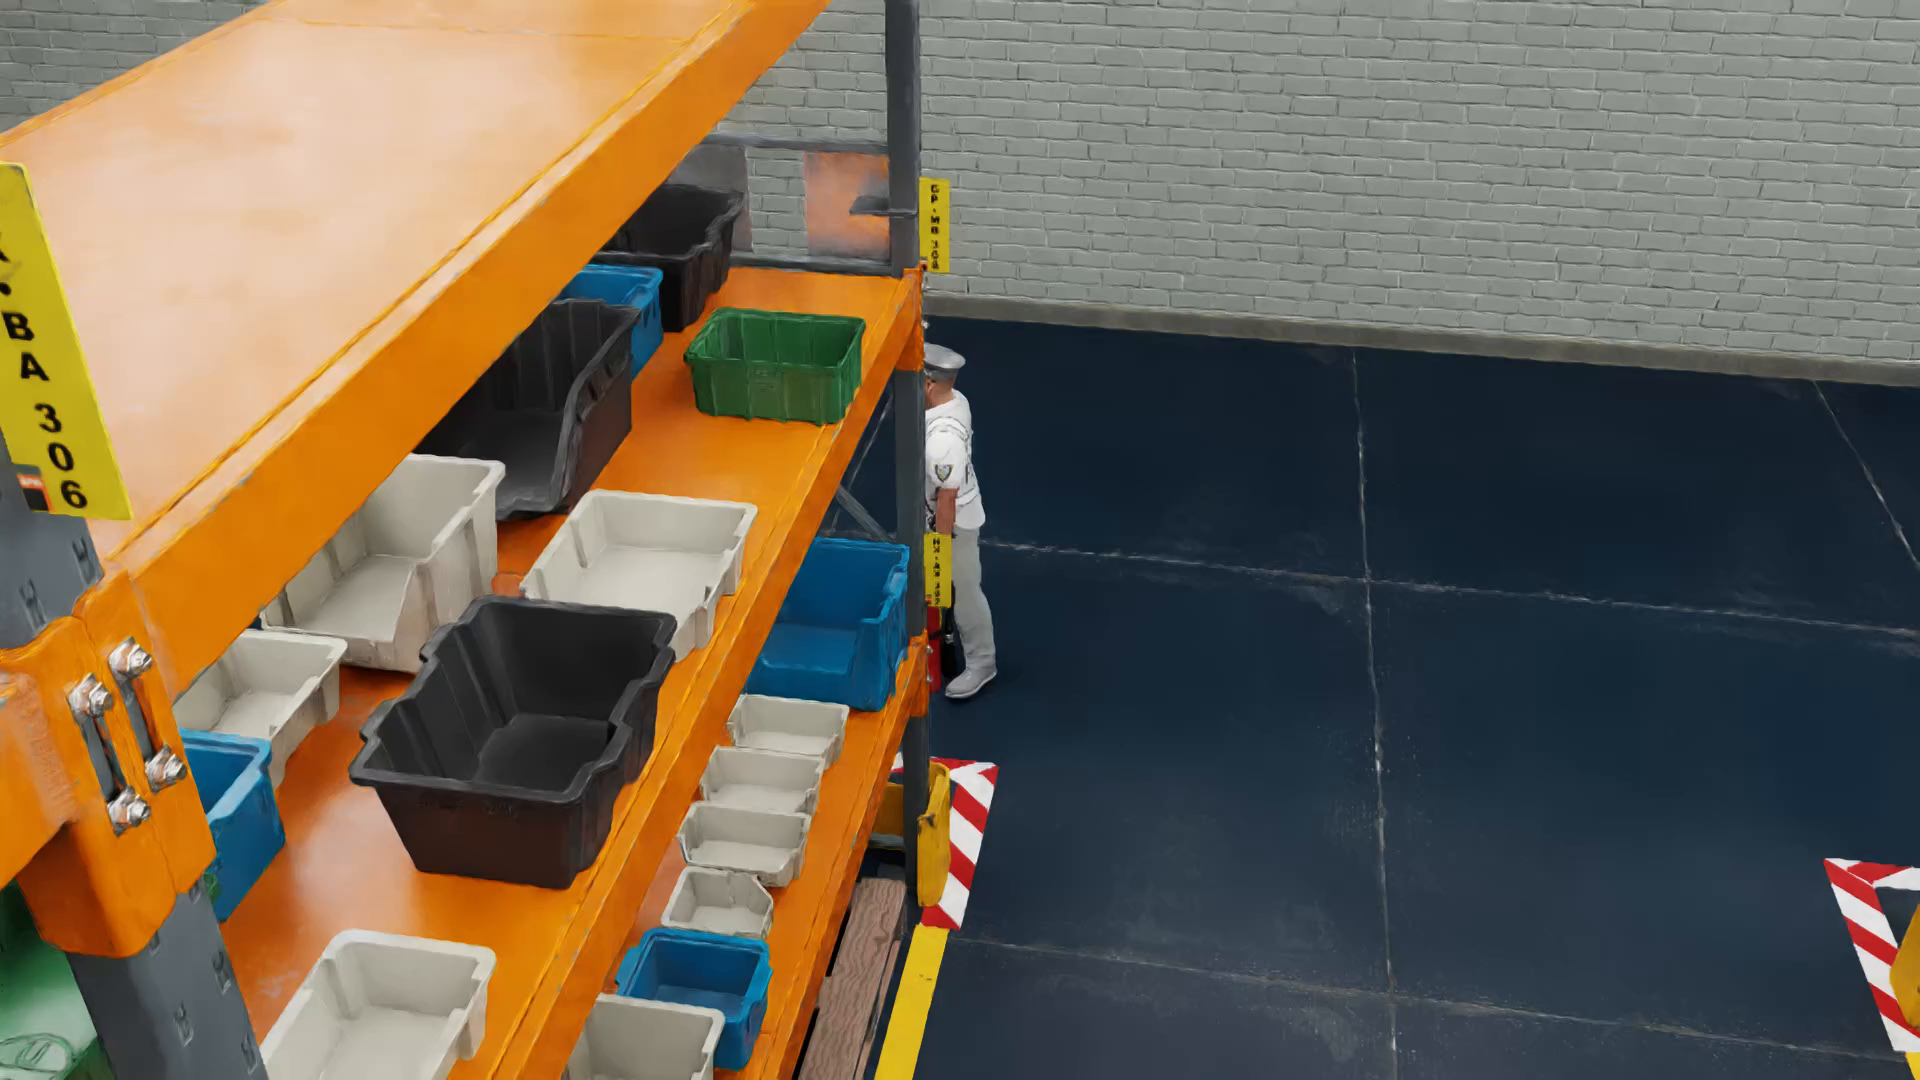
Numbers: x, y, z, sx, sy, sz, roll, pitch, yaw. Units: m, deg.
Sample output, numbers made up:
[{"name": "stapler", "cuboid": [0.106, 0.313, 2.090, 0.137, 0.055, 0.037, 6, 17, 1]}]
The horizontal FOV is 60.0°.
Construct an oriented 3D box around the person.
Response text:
[{"name": "person", "cuboid": [-0.140, -0.125, 7.911, 0.633, 1.744, 0.672, -2, 32, -3]}]
